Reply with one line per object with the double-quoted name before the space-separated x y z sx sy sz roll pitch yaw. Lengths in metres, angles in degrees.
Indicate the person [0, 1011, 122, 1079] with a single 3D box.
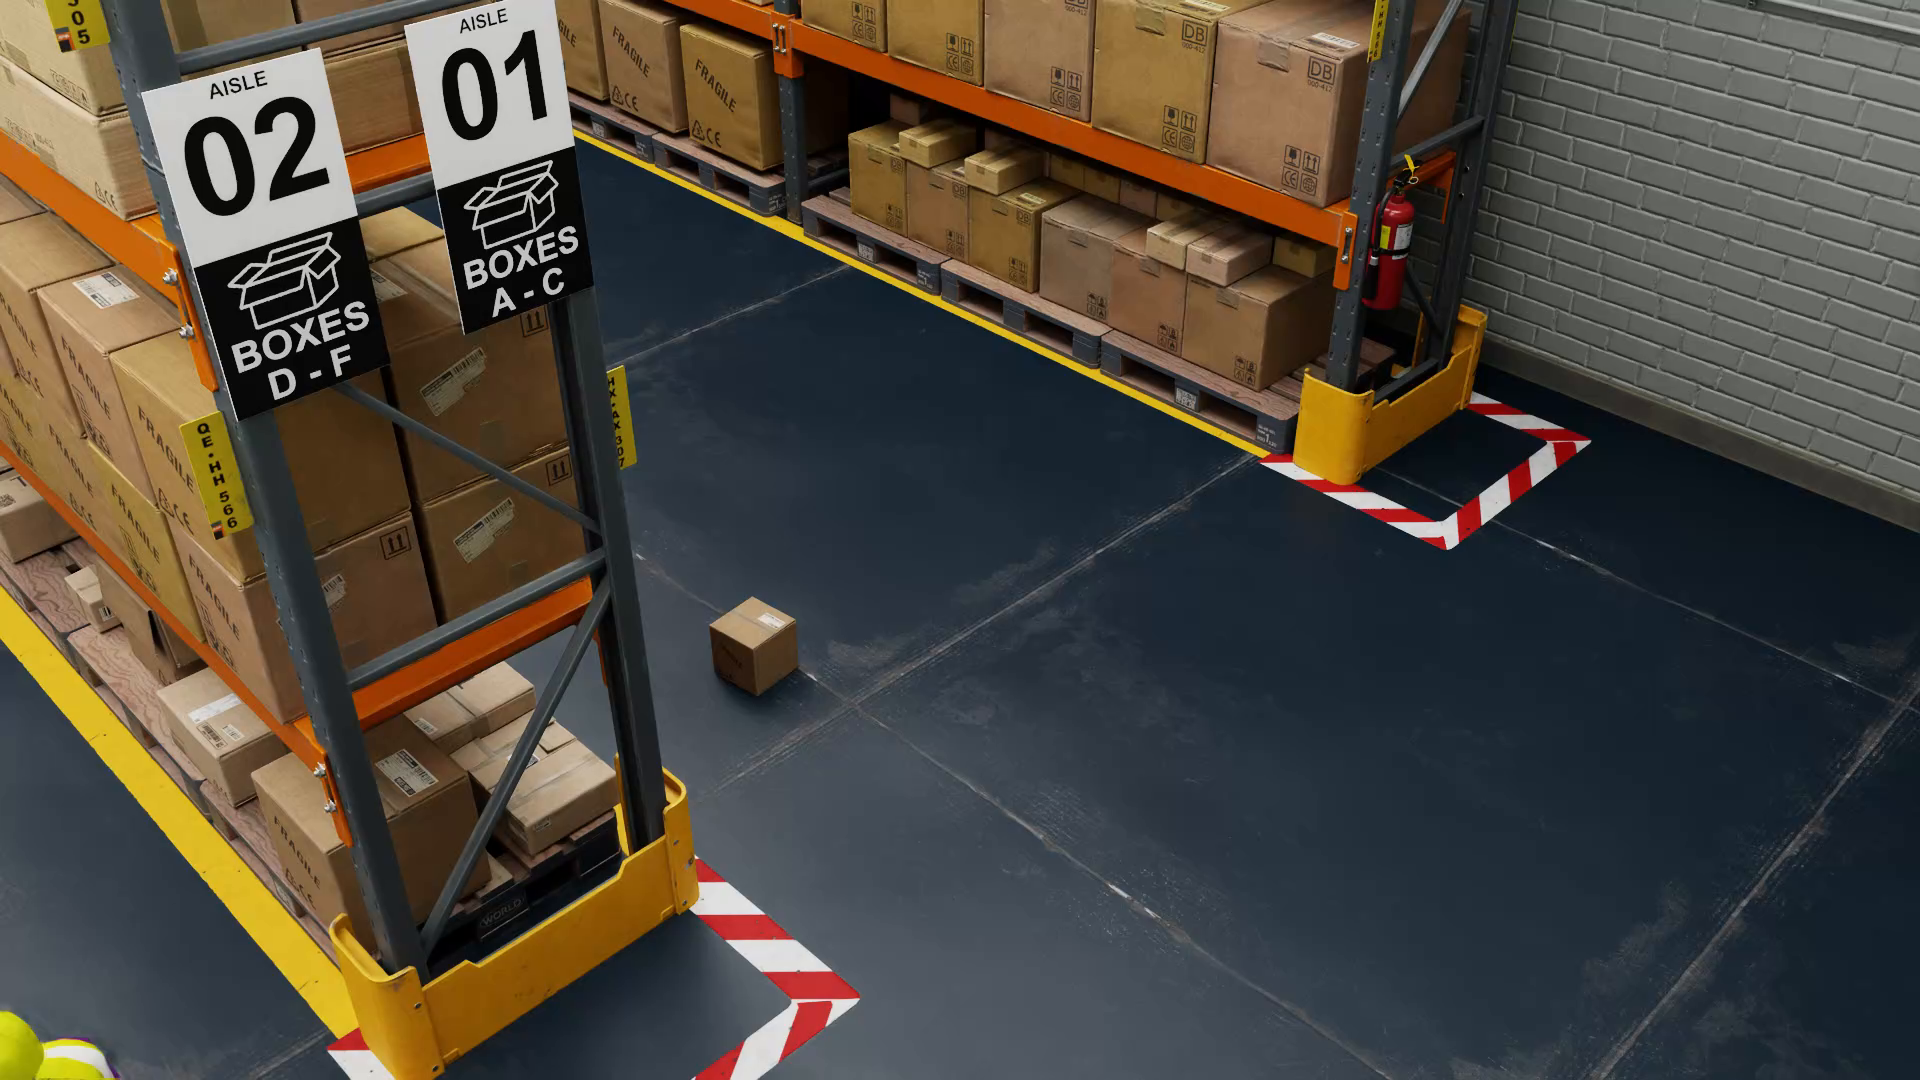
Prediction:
"person" -1.976 1.691 3.713 0.484 1.793 0.673 -12 37 -16
